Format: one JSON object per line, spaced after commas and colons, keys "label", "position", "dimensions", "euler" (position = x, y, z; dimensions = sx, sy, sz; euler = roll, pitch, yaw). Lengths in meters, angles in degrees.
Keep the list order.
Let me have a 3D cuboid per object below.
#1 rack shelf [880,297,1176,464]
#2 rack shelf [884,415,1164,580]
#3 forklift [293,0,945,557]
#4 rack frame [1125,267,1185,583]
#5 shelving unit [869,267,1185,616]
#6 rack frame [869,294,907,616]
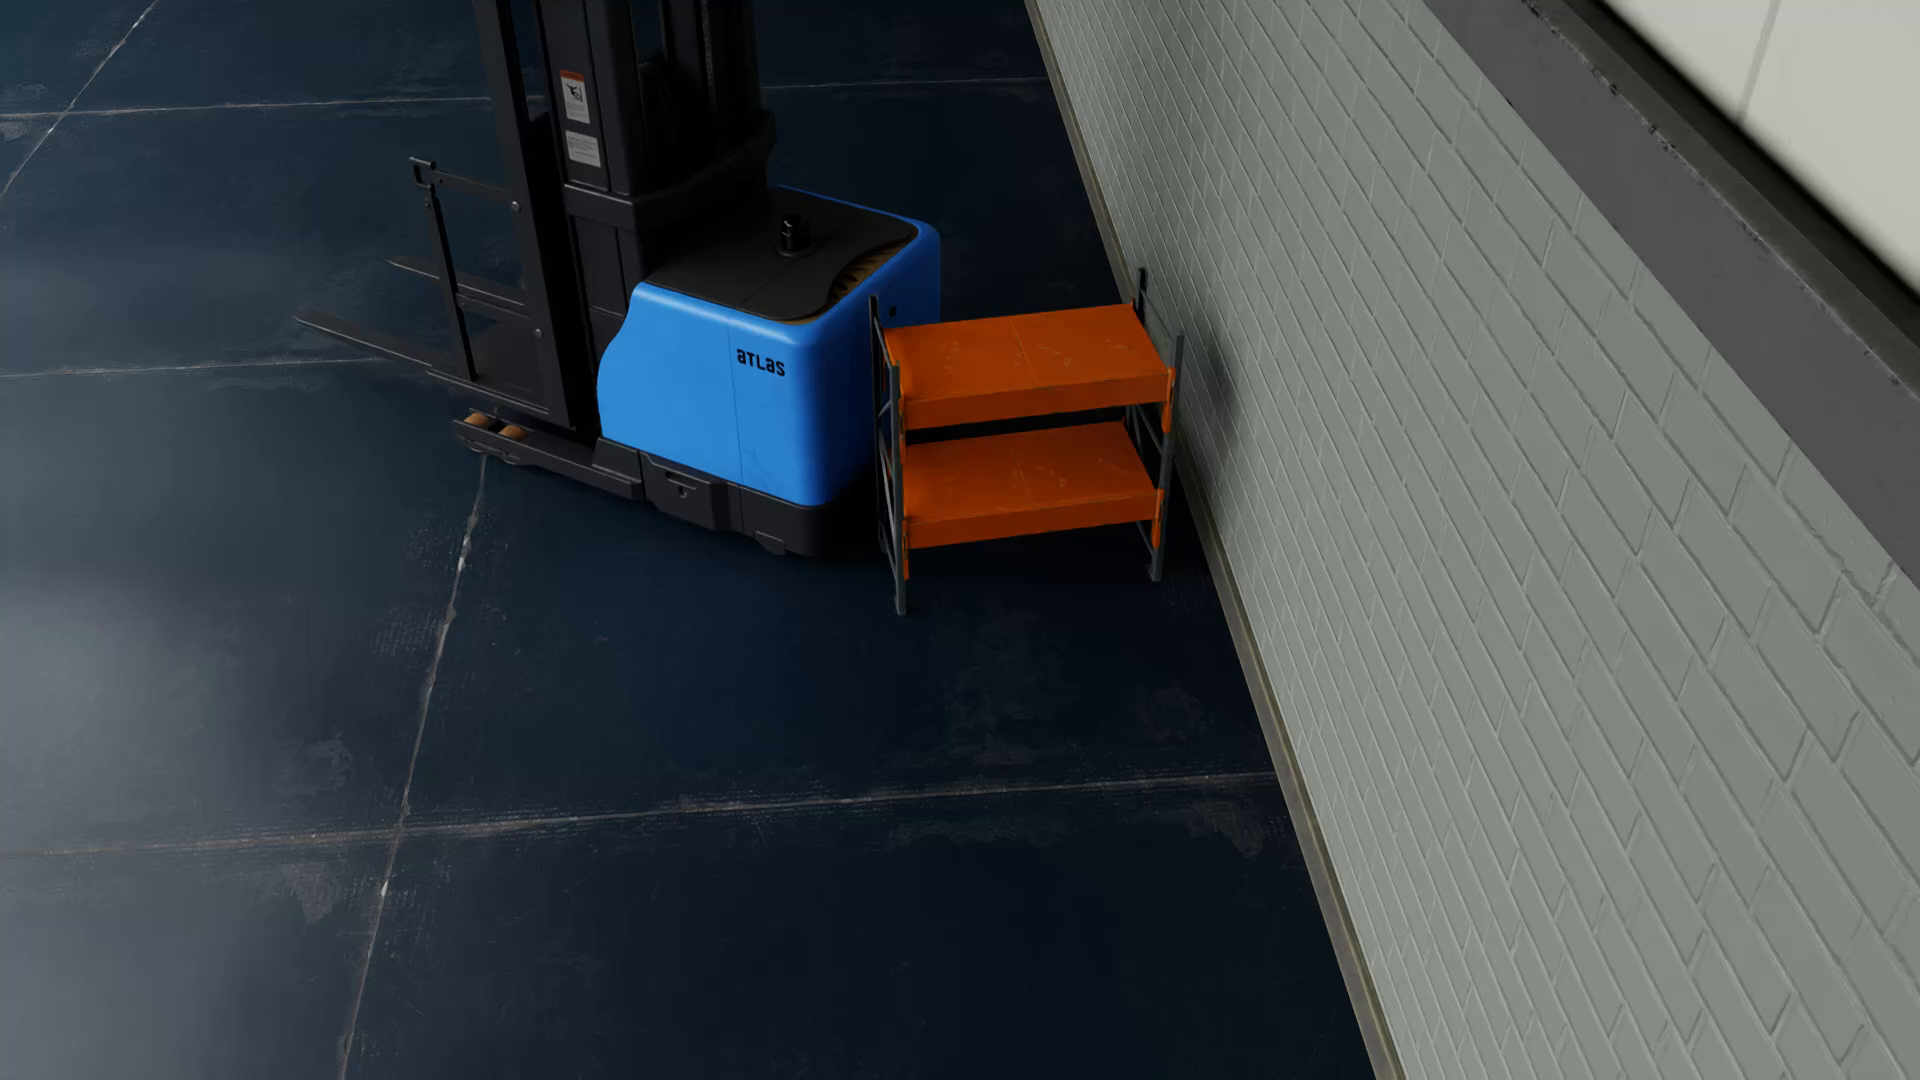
{"label": "rack shelf", "position": [0.229, -0.596, 6.125], "dimensions": [1.000, 0.278, 0.538], "euler": [-7, 39, -9]}
{"label": "rack shelf", "position": [0.229, -0.174, 6.457], "dimensions": [1.000, 0.278, 0.538], "euler": [-7, 39, -9]}
{"label": "forklift", "position": [-1.605, -1.740, 6.590], "dimensions": [3.031, 2.935, 1.130], "euler": [19, 42, 22]}
{"label": "rack frame", "position": [0.727, -0.428, 6.384], "dimensions": [0.032, 1.125, 0.500], "euler": [-7, 39, -9]}
{"label": "shelving unit", "position": [0.229, -0.366, 6.306], "dimensions": [1.048, 1.125, 0.538], "euler": [-7, 39, -9]}
{"label": "rack frame", "position": [-0.270, -0.304, 6.227], "dimensions": [0.032, 1.125, 0.500], "euler": [-7, 39, -9]}
